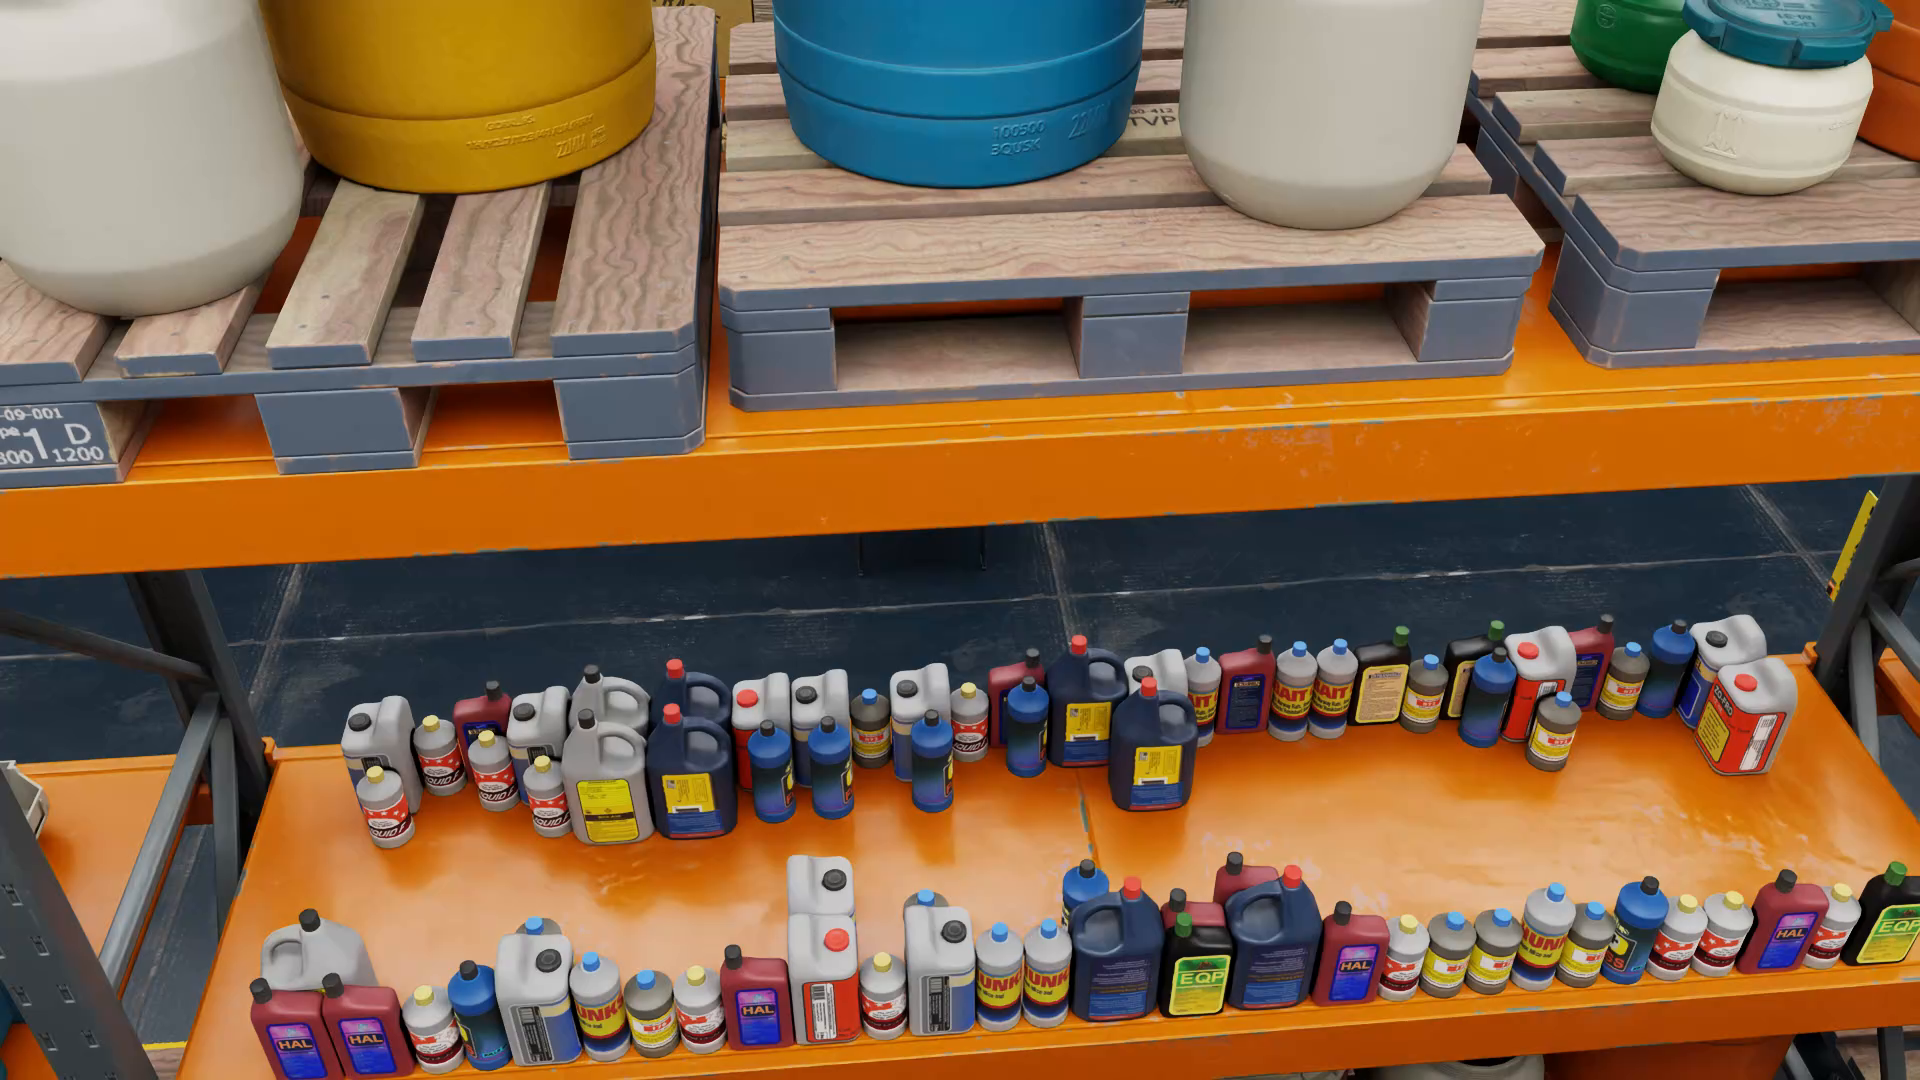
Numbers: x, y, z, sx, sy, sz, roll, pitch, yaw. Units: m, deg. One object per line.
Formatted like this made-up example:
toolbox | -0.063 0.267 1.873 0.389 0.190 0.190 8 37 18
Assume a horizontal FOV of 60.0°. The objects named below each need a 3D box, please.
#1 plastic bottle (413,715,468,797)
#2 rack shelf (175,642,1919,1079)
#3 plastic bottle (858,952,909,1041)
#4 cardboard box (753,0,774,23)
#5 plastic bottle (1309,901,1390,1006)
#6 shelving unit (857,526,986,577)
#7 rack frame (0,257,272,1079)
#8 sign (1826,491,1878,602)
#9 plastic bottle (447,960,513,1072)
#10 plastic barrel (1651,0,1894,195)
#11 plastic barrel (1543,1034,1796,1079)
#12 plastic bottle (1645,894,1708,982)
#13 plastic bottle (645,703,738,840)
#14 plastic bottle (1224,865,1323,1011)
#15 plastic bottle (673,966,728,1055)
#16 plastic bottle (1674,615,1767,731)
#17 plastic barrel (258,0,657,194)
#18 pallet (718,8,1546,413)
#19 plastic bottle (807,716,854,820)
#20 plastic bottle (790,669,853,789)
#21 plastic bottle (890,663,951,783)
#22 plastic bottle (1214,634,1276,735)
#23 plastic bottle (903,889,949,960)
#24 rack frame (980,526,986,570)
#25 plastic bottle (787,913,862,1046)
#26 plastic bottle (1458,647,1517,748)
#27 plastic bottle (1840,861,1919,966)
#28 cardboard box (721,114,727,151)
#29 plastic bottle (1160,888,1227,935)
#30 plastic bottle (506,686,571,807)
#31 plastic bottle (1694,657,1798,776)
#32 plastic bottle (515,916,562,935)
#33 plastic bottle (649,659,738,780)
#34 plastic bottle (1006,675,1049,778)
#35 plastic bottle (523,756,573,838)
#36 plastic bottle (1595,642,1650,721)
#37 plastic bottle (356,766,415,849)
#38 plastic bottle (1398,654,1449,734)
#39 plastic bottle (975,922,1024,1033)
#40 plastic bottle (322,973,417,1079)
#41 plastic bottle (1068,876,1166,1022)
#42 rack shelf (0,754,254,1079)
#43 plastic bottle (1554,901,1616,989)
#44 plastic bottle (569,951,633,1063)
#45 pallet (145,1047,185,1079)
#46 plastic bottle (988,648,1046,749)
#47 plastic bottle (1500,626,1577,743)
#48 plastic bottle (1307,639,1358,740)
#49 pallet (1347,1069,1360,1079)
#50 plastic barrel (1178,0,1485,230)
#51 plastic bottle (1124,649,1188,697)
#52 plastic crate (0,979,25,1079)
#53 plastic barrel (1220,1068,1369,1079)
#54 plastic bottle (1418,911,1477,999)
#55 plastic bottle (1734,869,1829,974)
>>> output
plastic bottle | -1.211 0.492 3.865 0.097 0.201 0.097 0 38 0
rack shelf | 0.304 0.831 3.856 4.000 0.370 1.077 -3 38 -4
plastic bottle | -0.153 0.906 3.341 0.097 0.201 0.097 0 38 0
cardboard box | -0.648 -2.363 7.243 0.500 0.500 0.500 -4 38 -5
plastic bottle | 0.792 0.833 3.367 0.133 0.283 0.061 -3 38 -4
shelving unit | -0.165 -0.815 6.088 0.503 2.100 0.431 -3 38 -4
rack frame | -1.688 0.658 3.494 0.127 3.000 1.000 -3 38 -4
sign | 2.240 0.036 4.151 0.005 0.325 0.100 -3 38 -4
plastic bottle | -0.942 0.922 3.264 0.097 0.271 0.097 0 38 0
plastic barrel | 1.241 -0.700 2.567 0.301 0.262 0.301 0 38 0
plastic barrel | 1.810 1.163 4.267 0.708 0.830 0.600 -3 38 -4
plastic bottle | 1.487 0.815 3.455 0.097 0.201 0.097 0 38 0
plastic bottle | -0.605 0.504 3.729 0.185 0.351 0.144 -3 38 -4
plastic bottle | 0.630 0.789 3.368 0.185 0.351 0.144 -3 38 -4
plastic bottle | -0.517 0.926 3.315 0.097 0.201 0.097 0 38 0
plastic bottle | 1.836 0.312 4.033 0.135 0.276 0.152 -3 38 -4
plastic barrel | -0.797 -0.933 2.599 0.600 0.588 0.600 0 38 0
pallet | 0.213 -0.612 2.836 1.213 0.211 1.003 -3 38 -4
plastic bottle | -0.295 0.509 3.788 0.097 0.271 0.097 0 38 0
plastic bottle | -0.324 0.431 3.882 0.135 0.276 0.152 -3 38 -4
plastic bottle | -0.093 0.418 3.899 0.135 0.276 0.152 -3 38 -4
plastic bottle | 0.681 0.344 3.986 0.133 0.283 0.061 -3 38 -4
plastic bottle | -0.070 0.807 3.467 0.097 0.201 0.097 0 38 0
rack frame | 0.078 -0.829 6.105 0.015 2.100 0.400 -3 38 -4
plastic bottle | -0.271 0.866 3.331 0.135 0.276 0.152 -3 38 -4
plastic bottle | 1.263 0.366 3.968 0.097 0.271 0.097 0 38 0
plastic bottle | 1.931 0.770 3.447 0.133 0.283 0.061 -3 38 -4
cardboard box | -1.491 -1.776 7.955 0.875 0.875 1.225 -3 38 -4
plastic bottle | 0.470 0.813 3.393 0.133 0.283 0.061 -3 38 -4
plastic bottle | -0.960 0.466 3.838 0.135 0.276 0.152 -3 38 -4
plastic bottle | 1.850 0.406 3.914 0.135 0.276 0.152 -3 38 -4
plastic bottle | -0.859 0.850 3.412 0.097 0.201 0.097 0 38 0
plastic bottle | -0.618 0.415 3.842 0.185 0.351 0.144 -3 38 -4
plastic bottle | 0.158 0.427 3.891 0.097 0.271 0.097 0 38 0
plastic bottle | -0.931 0.571 3.765 0.097 0.201 0.097 0 38 0
plastic bottle | 1.621 0.336 4.063 0.097 0.201 0.097 0 38 0
plastic bottle | -1.295 0.591 3.740 0.097 0.201 0.097 0 38 0
plastic bottle | 1.125 0.363 4.028 0.097 0.201 0.097 0 38 0
plastic bottle | 0.078 0.866 3.335 0.097 0.271 0.097 0 38 0
plastic bottle | -1.152 0.940 3.231 0.133 0.283 0.061 -3 38 -4
plastic bottle | 0.313 0.807 3.346 0.185 0.351 0.144 -3 38 -4
rack shelf | -3.680 1.050 3.578 4.000 0.370 1.077 -3 38 -4
plastic bottle | 1.294 0.826 3.442 0.097 0.201 0.097 0 38 0
plastic bottle | -0.711 0.909 3.280 0.097 0.271 0.097 0 38 0
pallet | -2.417 1.817 4.276 1.213 0.211 1.003 -3 38 -4
plastic bottle | 0.133 0.374 3.948 0.133 0.283 0.061 -3 38 -4
plastic bottle | 1.375 0.337 4.001 0.135 0.276 0.152 -3 38 -4
plastic bottle | 0.895 0.349 3.991 0.097 0.271 0.097 0 38 0
pallet | 1.514 1.603 4.549 1.213 0.211 1.003 -3 38 -4
plastic barrel | 0.543 -0.767 2.430 0.433 0.535 0.433 0 38 0
plastic bottle | 0.455 0.388 3.937 0.135 0.276 0.152 -3 38 -4
plastic crate | -2.123 0.877 3.181 0.575 0.384 0.392 -3 38 -4
plastic barrel | 0.685 1.320 4.263 0.708 0.588 0.600 -3 38 -4
plastic bottle | 1.003 0.842 3.422 0.097 0.201 0.097 0 38 0
plastic bottle | 1.701 0.783 3.431 0.133 0.283 0.061 -3 38 -4
